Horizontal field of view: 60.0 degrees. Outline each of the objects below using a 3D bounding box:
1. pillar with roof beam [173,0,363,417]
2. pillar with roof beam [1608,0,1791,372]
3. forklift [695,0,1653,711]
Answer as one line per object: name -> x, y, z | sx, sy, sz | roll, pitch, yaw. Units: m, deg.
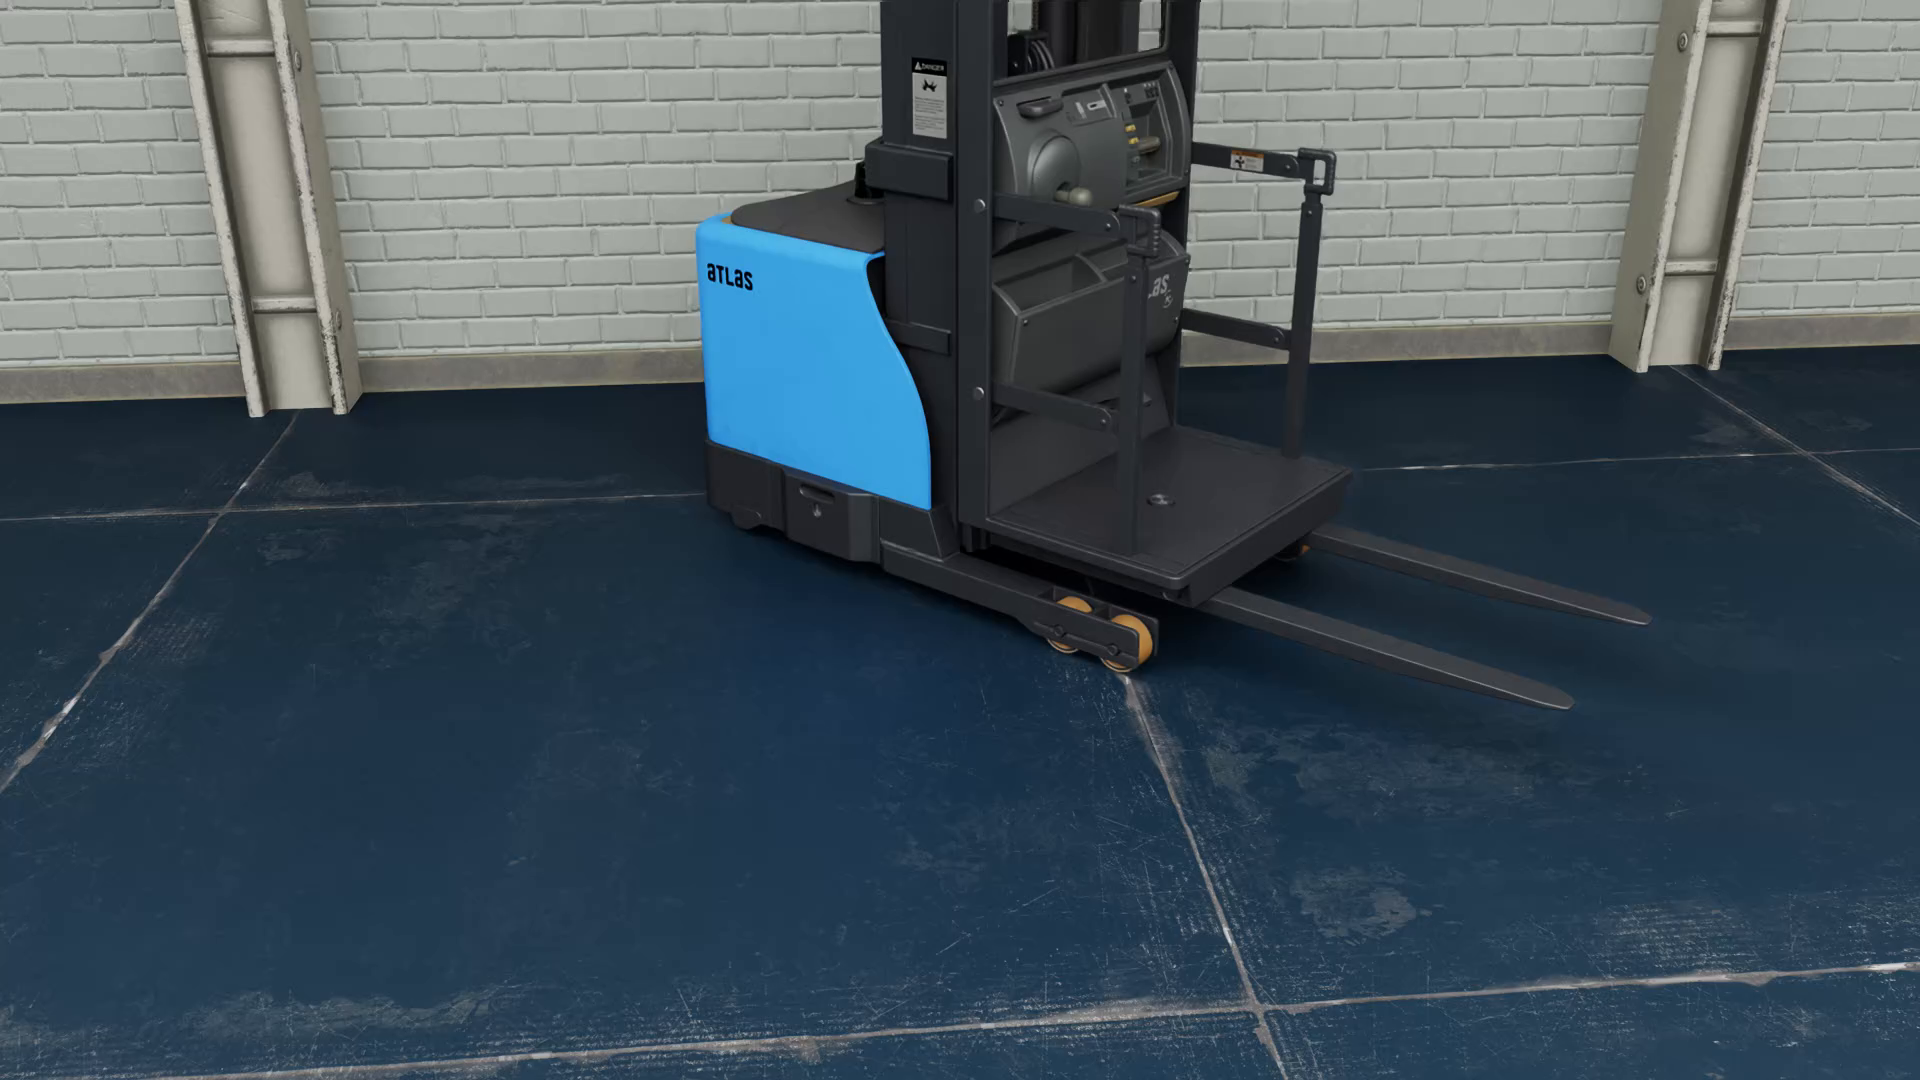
pillar with roof beam -> -2.344, -2.953, 1.313 | 0.400, 9.000, 9.100 | -2, 24, -5
pillar with roof beam -> 3.627, -3.192, 1.852 | 0.400, 9.000, 9.100 | -2, 24, -5
forklift -> 0.573, -1.194, 4.828 | 3.031, 2.935, 1.130 | 18, 30, 35
